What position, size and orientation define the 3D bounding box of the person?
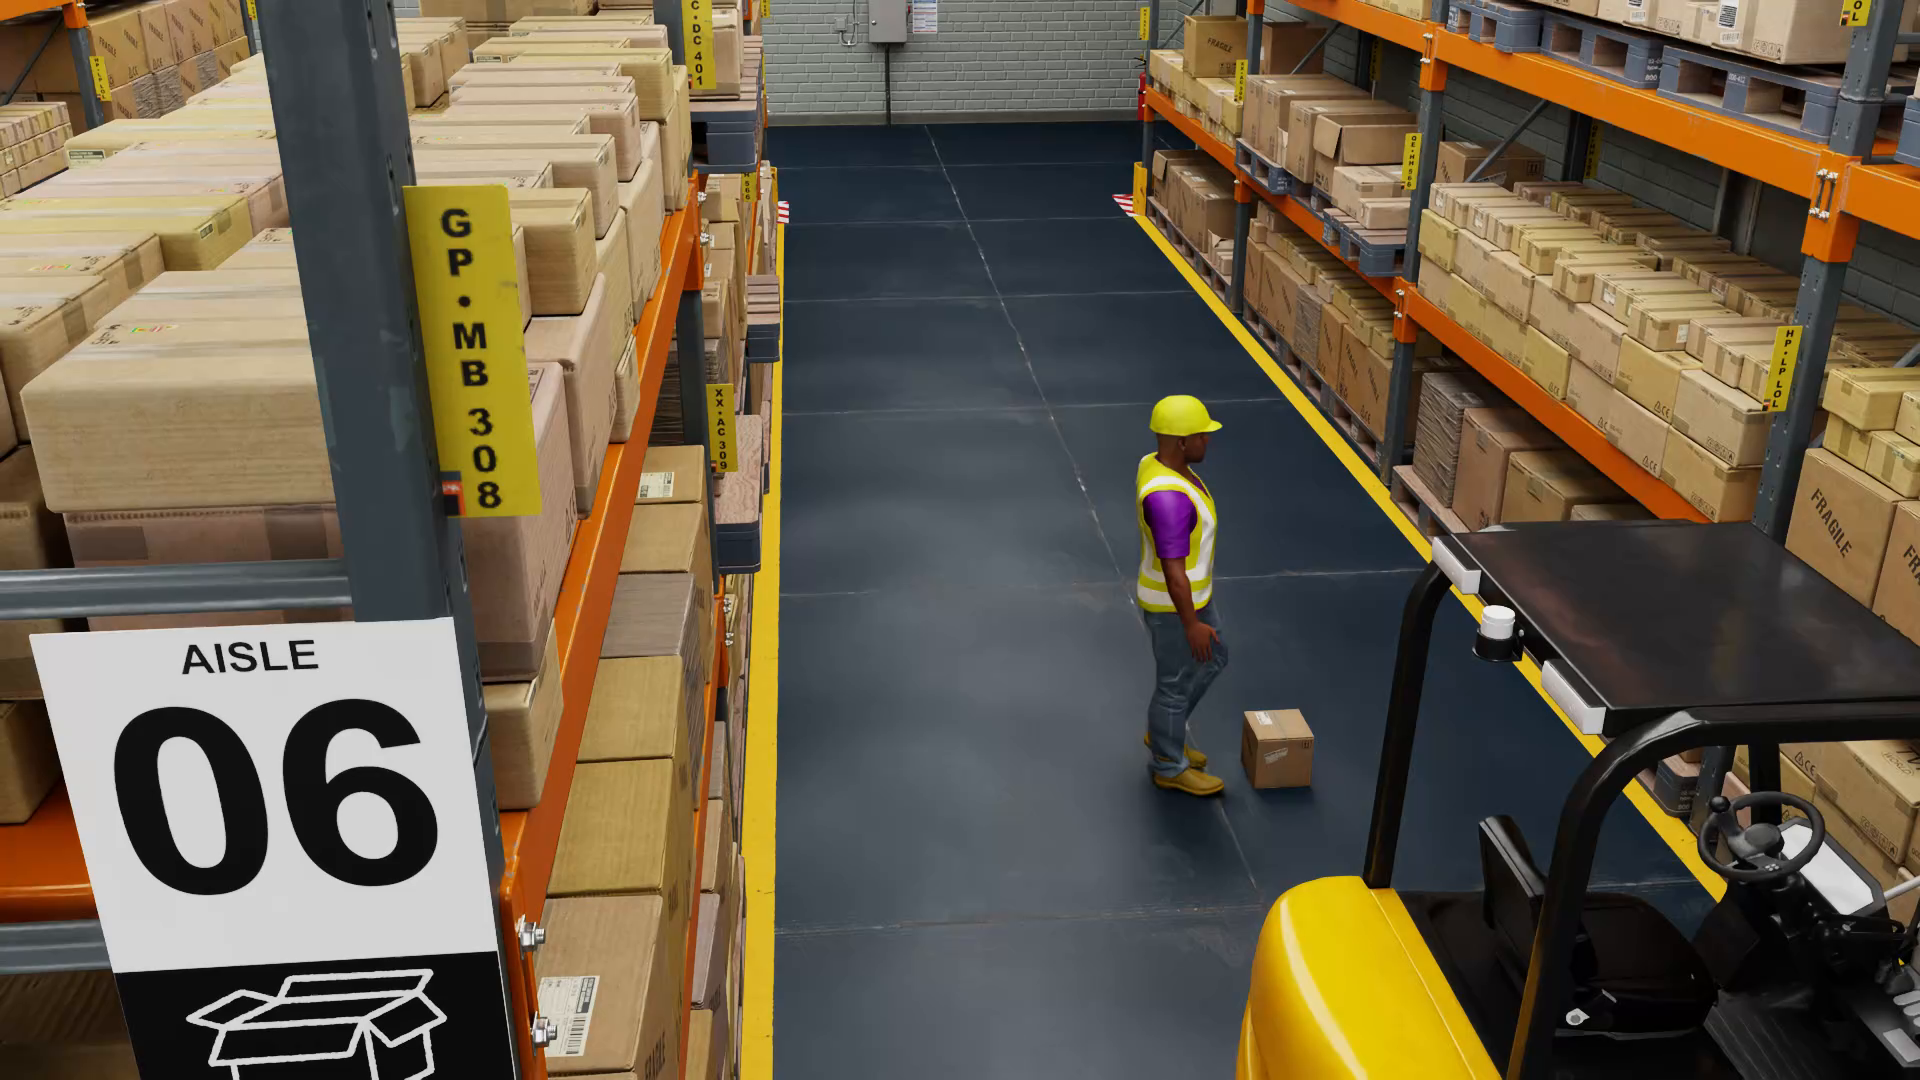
[{"bbox_3d":[0.935,0.252,6.982,0.451,1.773,0.620,3,24,8],"label":"person"}]
